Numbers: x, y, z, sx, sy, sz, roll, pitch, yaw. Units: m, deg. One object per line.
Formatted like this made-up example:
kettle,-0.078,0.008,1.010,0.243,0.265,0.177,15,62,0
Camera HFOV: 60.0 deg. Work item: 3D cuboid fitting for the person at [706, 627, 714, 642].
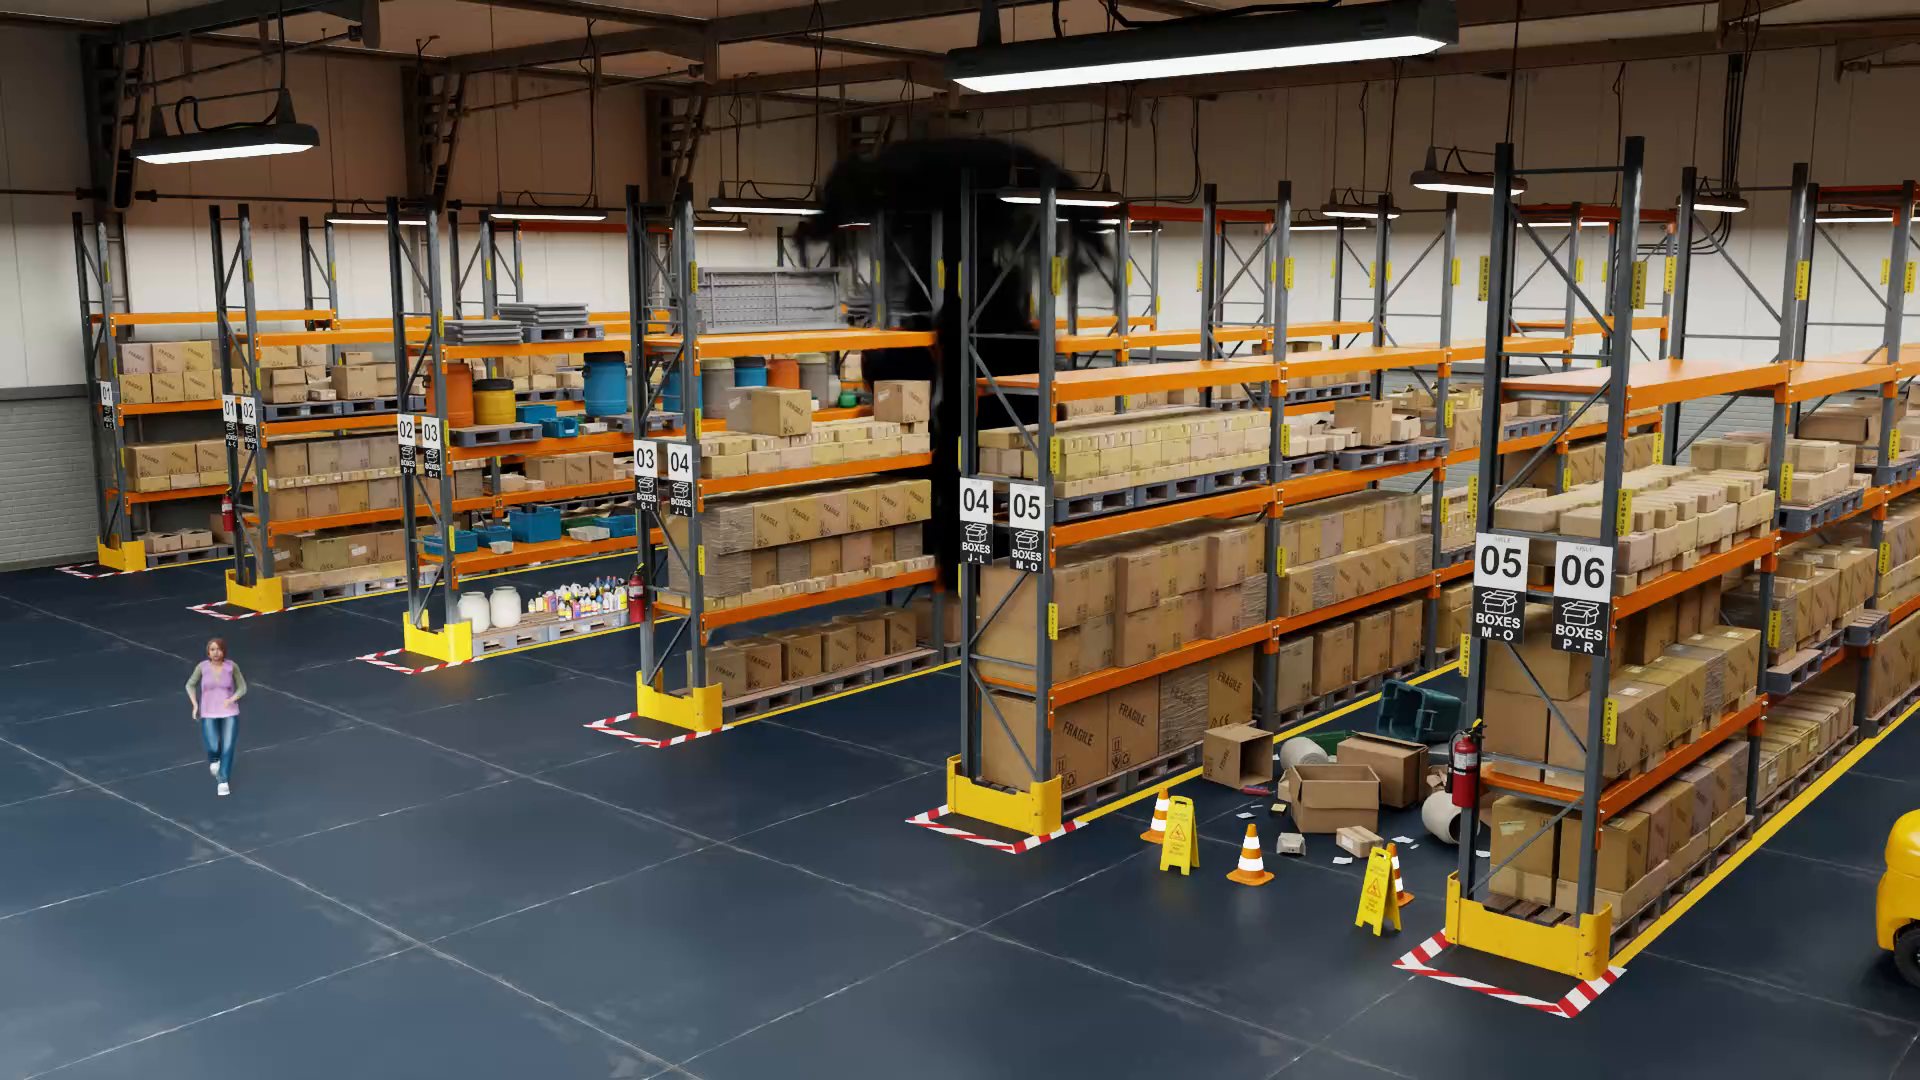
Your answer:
person,-3.380,0.387,22.016,0.680,1.907,0.754,5,11,29

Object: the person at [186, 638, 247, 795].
person,-7.250,1.722,16.267,0.545,1.554,0.544,-4,10,-25

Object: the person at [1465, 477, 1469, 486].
person,8.328,-0.192,27.188,0.605,1.722,0.870,8,13,41
